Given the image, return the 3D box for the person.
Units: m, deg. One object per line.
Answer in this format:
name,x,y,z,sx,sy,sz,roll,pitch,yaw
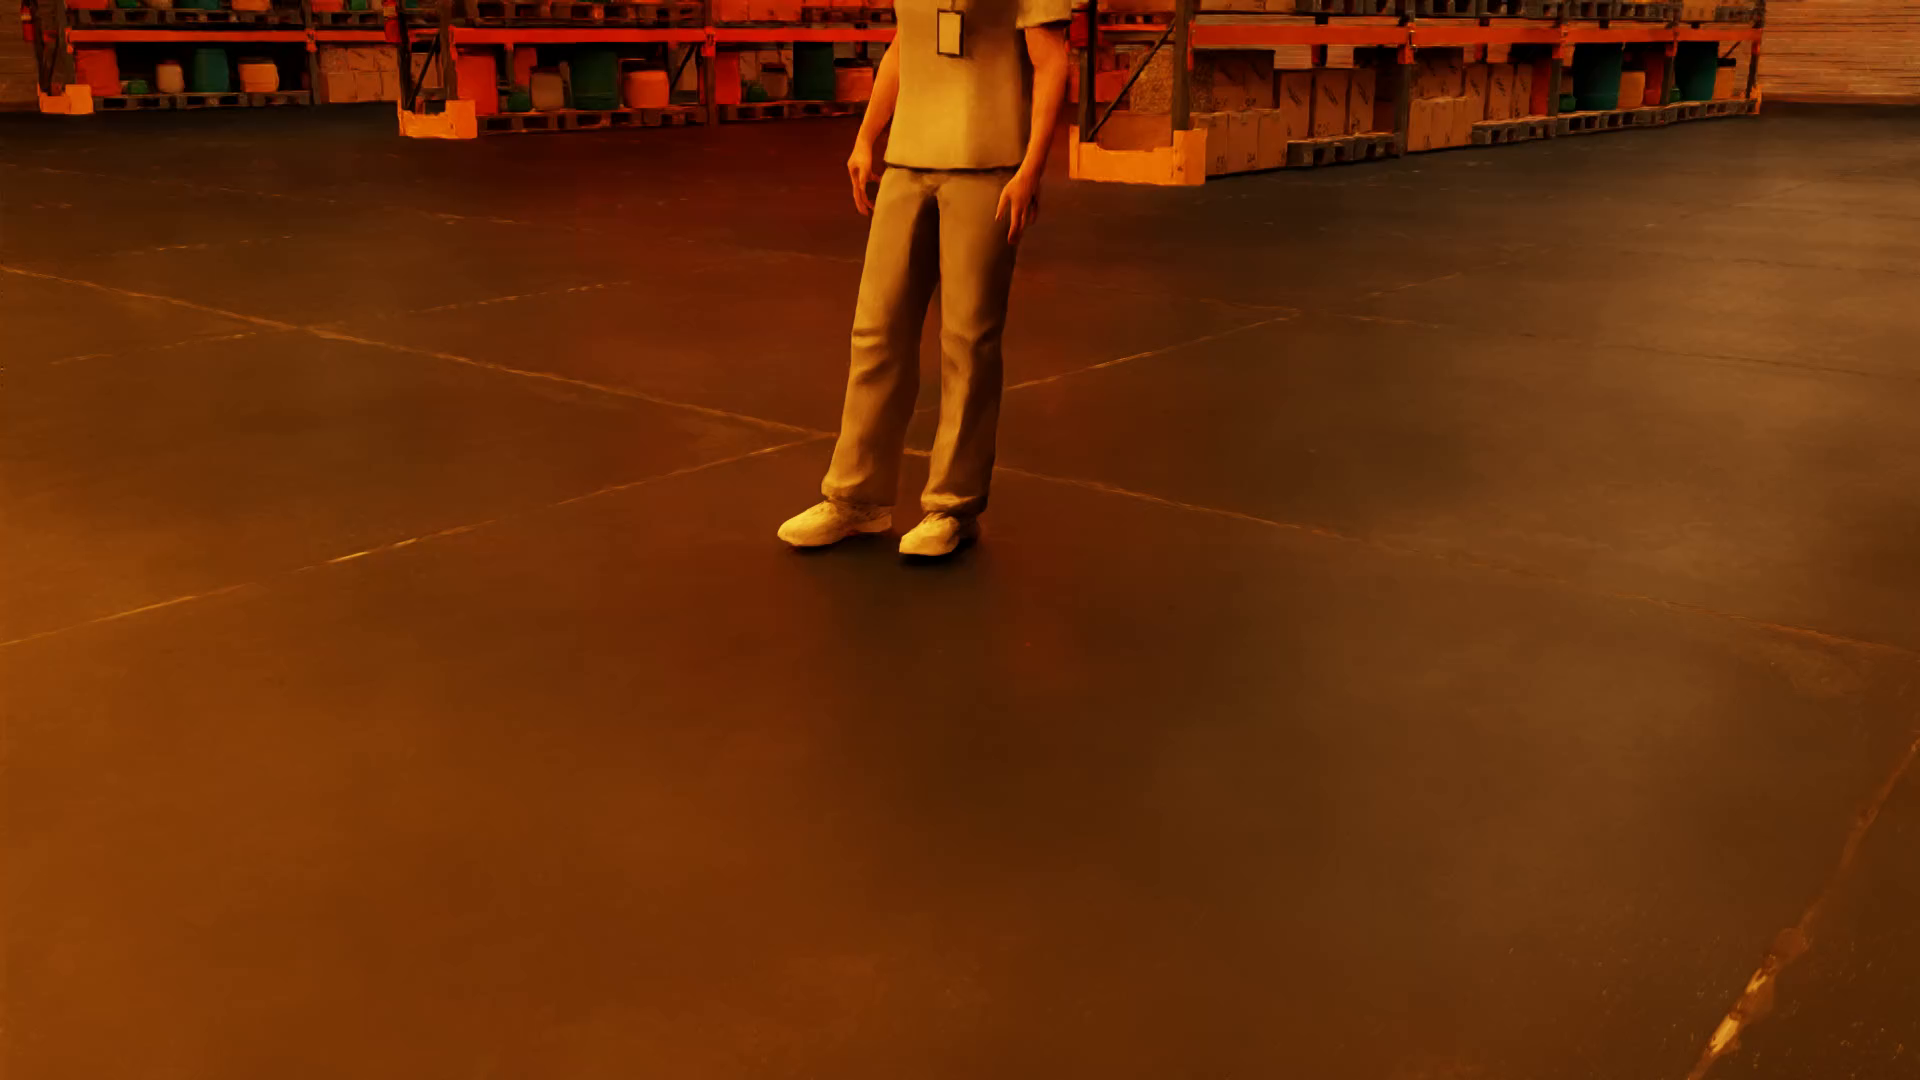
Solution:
person,-0.057,-0.795,3.650,0.550,1.674,0.548,13,21,37
